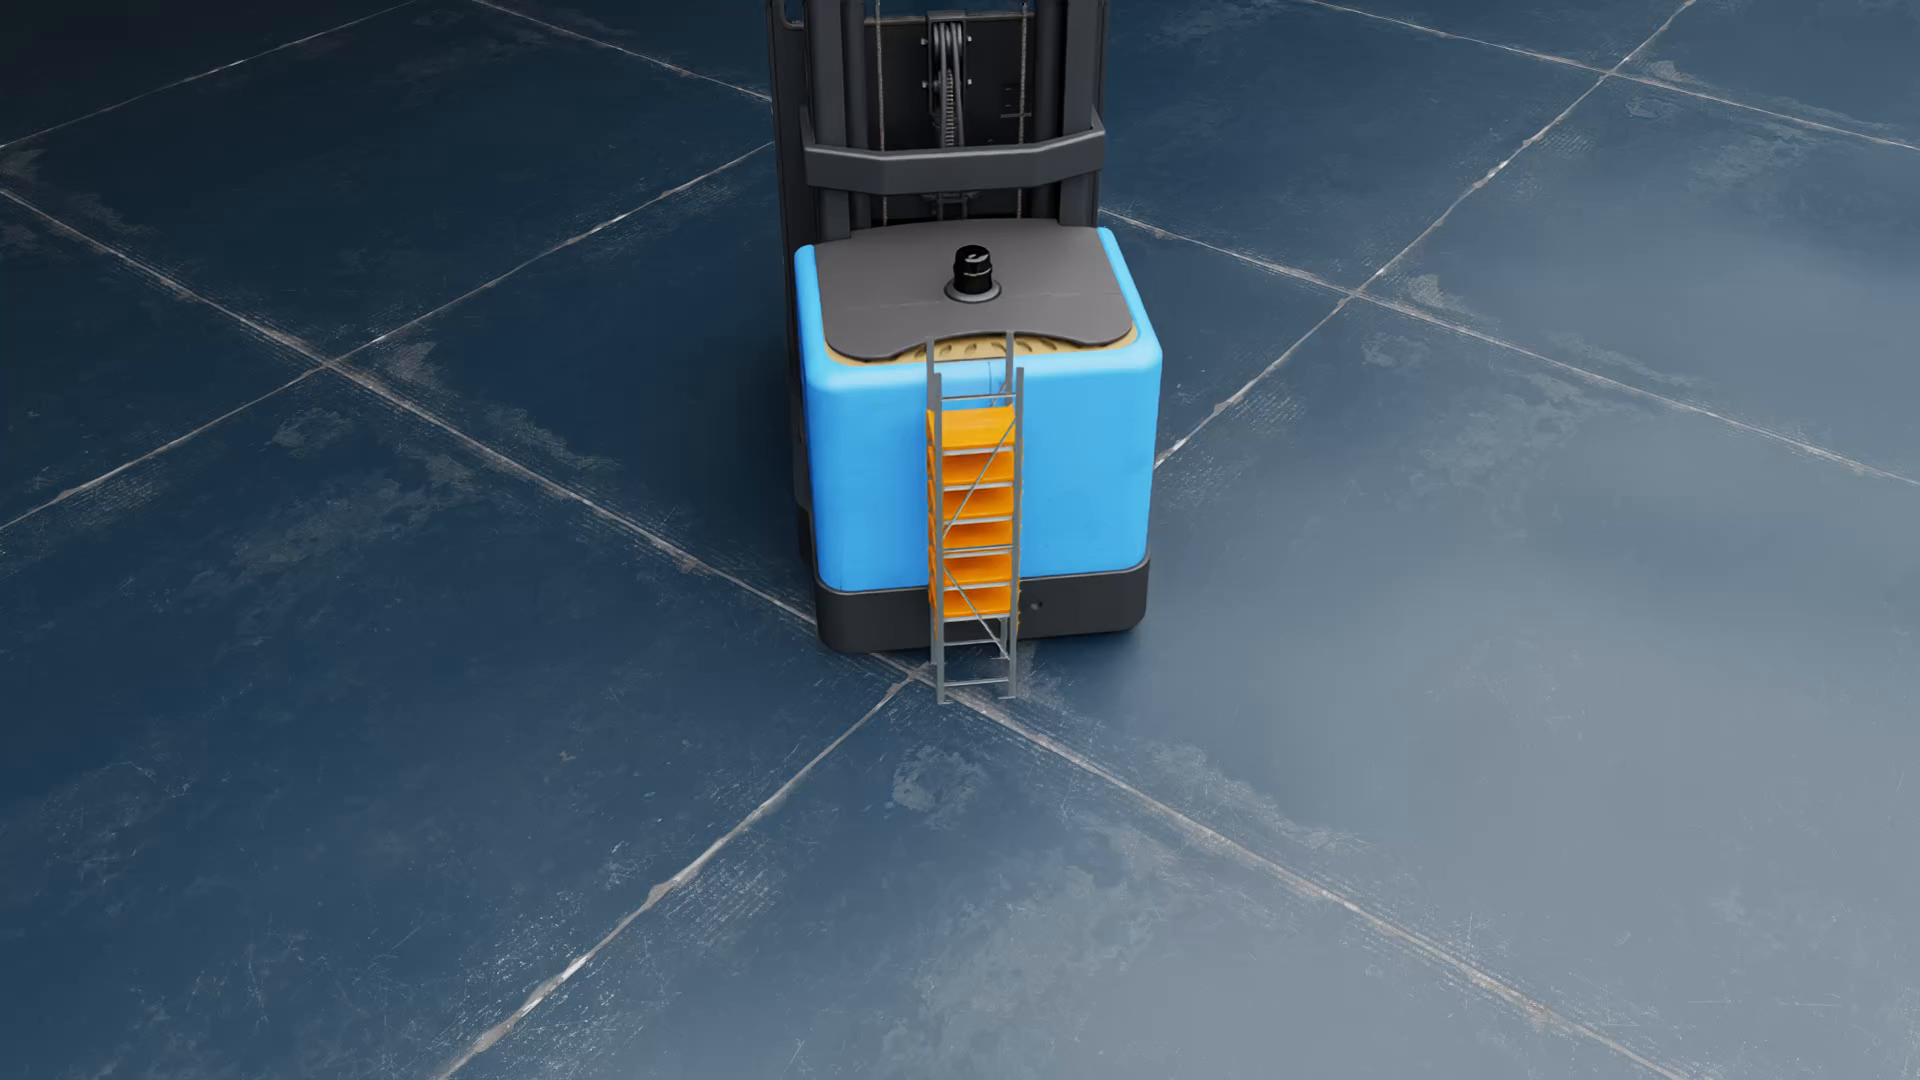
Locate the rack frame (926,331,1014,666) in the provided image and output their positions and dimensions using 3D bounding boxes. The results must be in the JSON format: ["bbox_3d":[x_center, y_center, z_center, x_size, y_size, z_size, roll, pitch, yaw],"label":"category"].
[{"bbox_3d":[0.028,-0.087,4.888,0.240,1.200,0.006,-4,38,-6],"label":"rack frame"}]

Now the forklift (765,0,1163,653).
[{"bbox_3d":[-0.102,-1.704,5.548,1.130,2.935,3.031,-4,38,-6],"label":"forklift"}]

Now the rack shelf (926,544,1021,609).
[{"bbox_3d":[0.039,0.098,4.918,0.258,0.103,0.180,-4,38,-6],"label":"rack shelf"}]

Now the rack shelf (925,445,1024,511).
[{"bbox_3d":[0.039,-0.185,4.696,0.258,0.103,0.180,-4,38,-6],"label":"rack shelf"}]

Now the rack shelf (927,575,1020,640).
[{"bbox_3d":[0.039,0.193,4.992,0.258,0.103,0.180,-4,38,-6],"label":"rack shelf"}]

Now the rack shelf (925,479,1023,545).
[{"bbox_3d":[0.039,-0.091,4.770,0.258,0.103,0.180,-4,38,-6],"label":"rack shelf"}]

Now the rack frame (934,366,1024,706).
[{"bbox_3d":[0.051,0.025,4.745,0.240,1.200,0.006,-4,38,-6],"label":"rack frame"}]

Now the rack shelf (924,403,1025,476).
[{"bbox_3d":[0.039,-0.279,4.622,0.258,0.103,0.180,-4,38,-6],"label":"rack shelf"}]

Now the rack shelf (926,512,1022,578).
[{"bbox_3d":[0.039,0.004,4.844,0.258,0.103,0.180,-4,38,-6],"label":"rack shelf"}]

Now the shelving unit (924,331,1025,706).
[{"bbox_3d":[0.039,-0.031,4.816,0.258,1.200,0.189,-4,38,-6],"label":"shelving unit"}]
